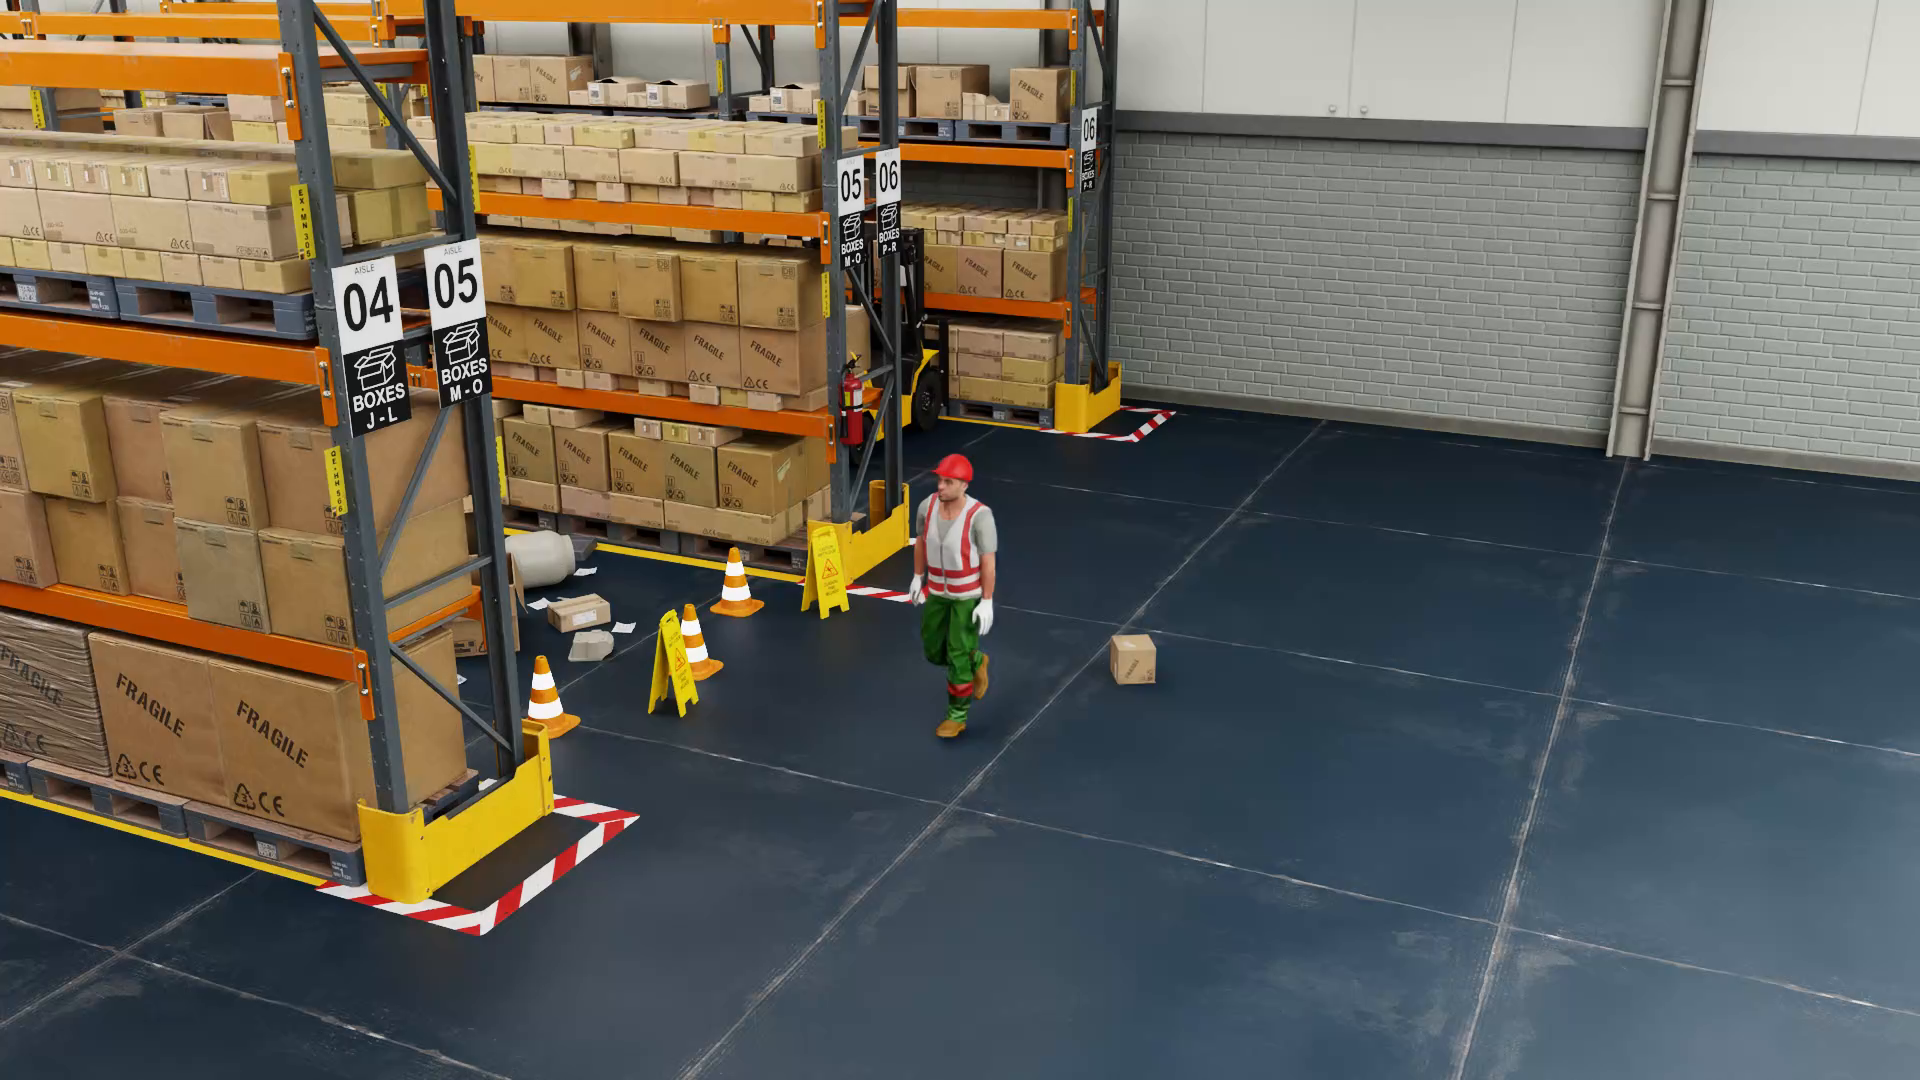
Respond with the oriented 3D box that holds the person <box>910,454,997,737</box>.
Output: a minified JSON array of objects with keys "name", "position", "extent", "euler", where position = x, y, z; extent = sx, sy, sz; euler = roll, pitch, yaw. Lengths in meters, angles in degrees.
[{"name":"person","position":[-0.007,0.298,10.143],"extent":[0.659,1.769,0.705],"euler":[11,22,30]}]
